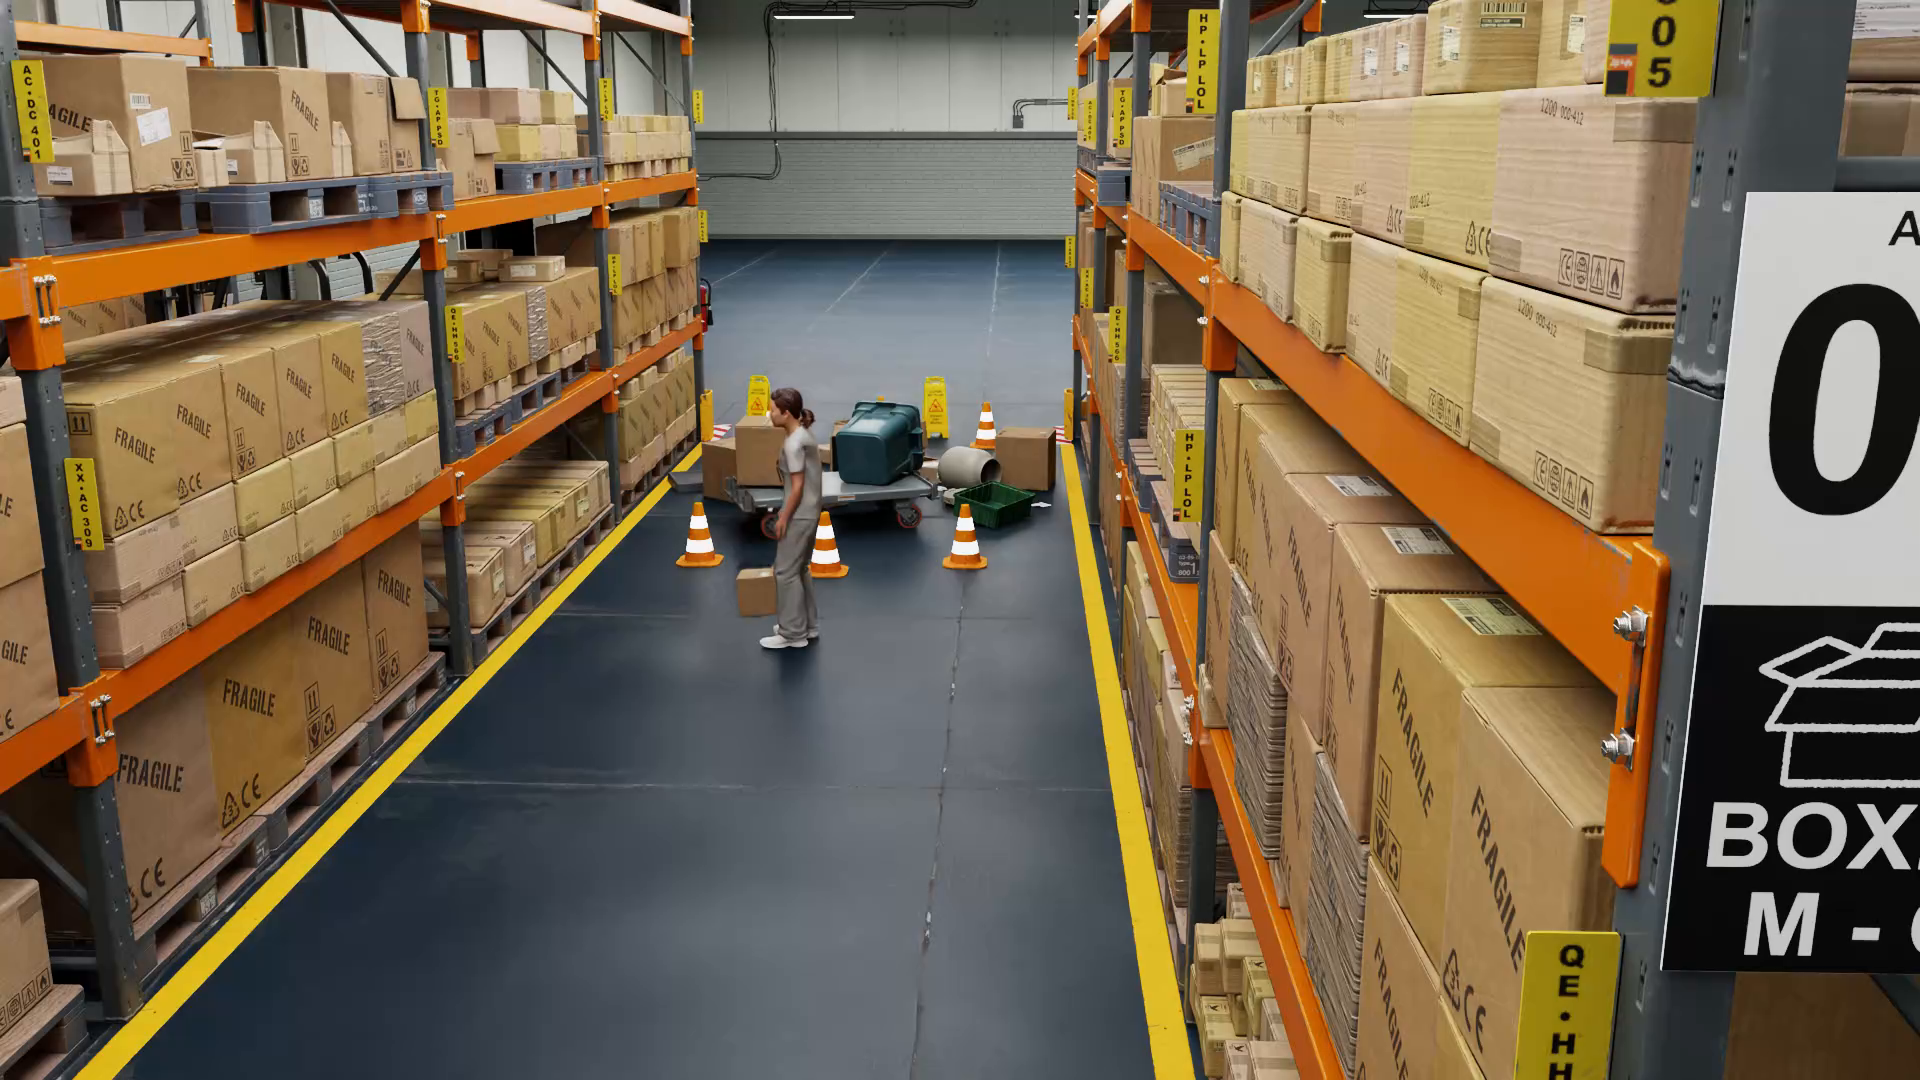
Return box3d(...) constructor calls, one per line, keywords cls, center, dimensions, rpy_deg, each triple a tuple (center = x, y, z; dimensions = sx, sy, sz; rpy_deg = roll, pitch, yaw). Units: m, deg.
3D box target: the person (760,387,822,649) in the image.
box3d(cls="person", center=(-1.079, -0.145, 10.582), dimensions=(0.415, 1.675, 0.480), rpy_deg=(0, 14, 0))
